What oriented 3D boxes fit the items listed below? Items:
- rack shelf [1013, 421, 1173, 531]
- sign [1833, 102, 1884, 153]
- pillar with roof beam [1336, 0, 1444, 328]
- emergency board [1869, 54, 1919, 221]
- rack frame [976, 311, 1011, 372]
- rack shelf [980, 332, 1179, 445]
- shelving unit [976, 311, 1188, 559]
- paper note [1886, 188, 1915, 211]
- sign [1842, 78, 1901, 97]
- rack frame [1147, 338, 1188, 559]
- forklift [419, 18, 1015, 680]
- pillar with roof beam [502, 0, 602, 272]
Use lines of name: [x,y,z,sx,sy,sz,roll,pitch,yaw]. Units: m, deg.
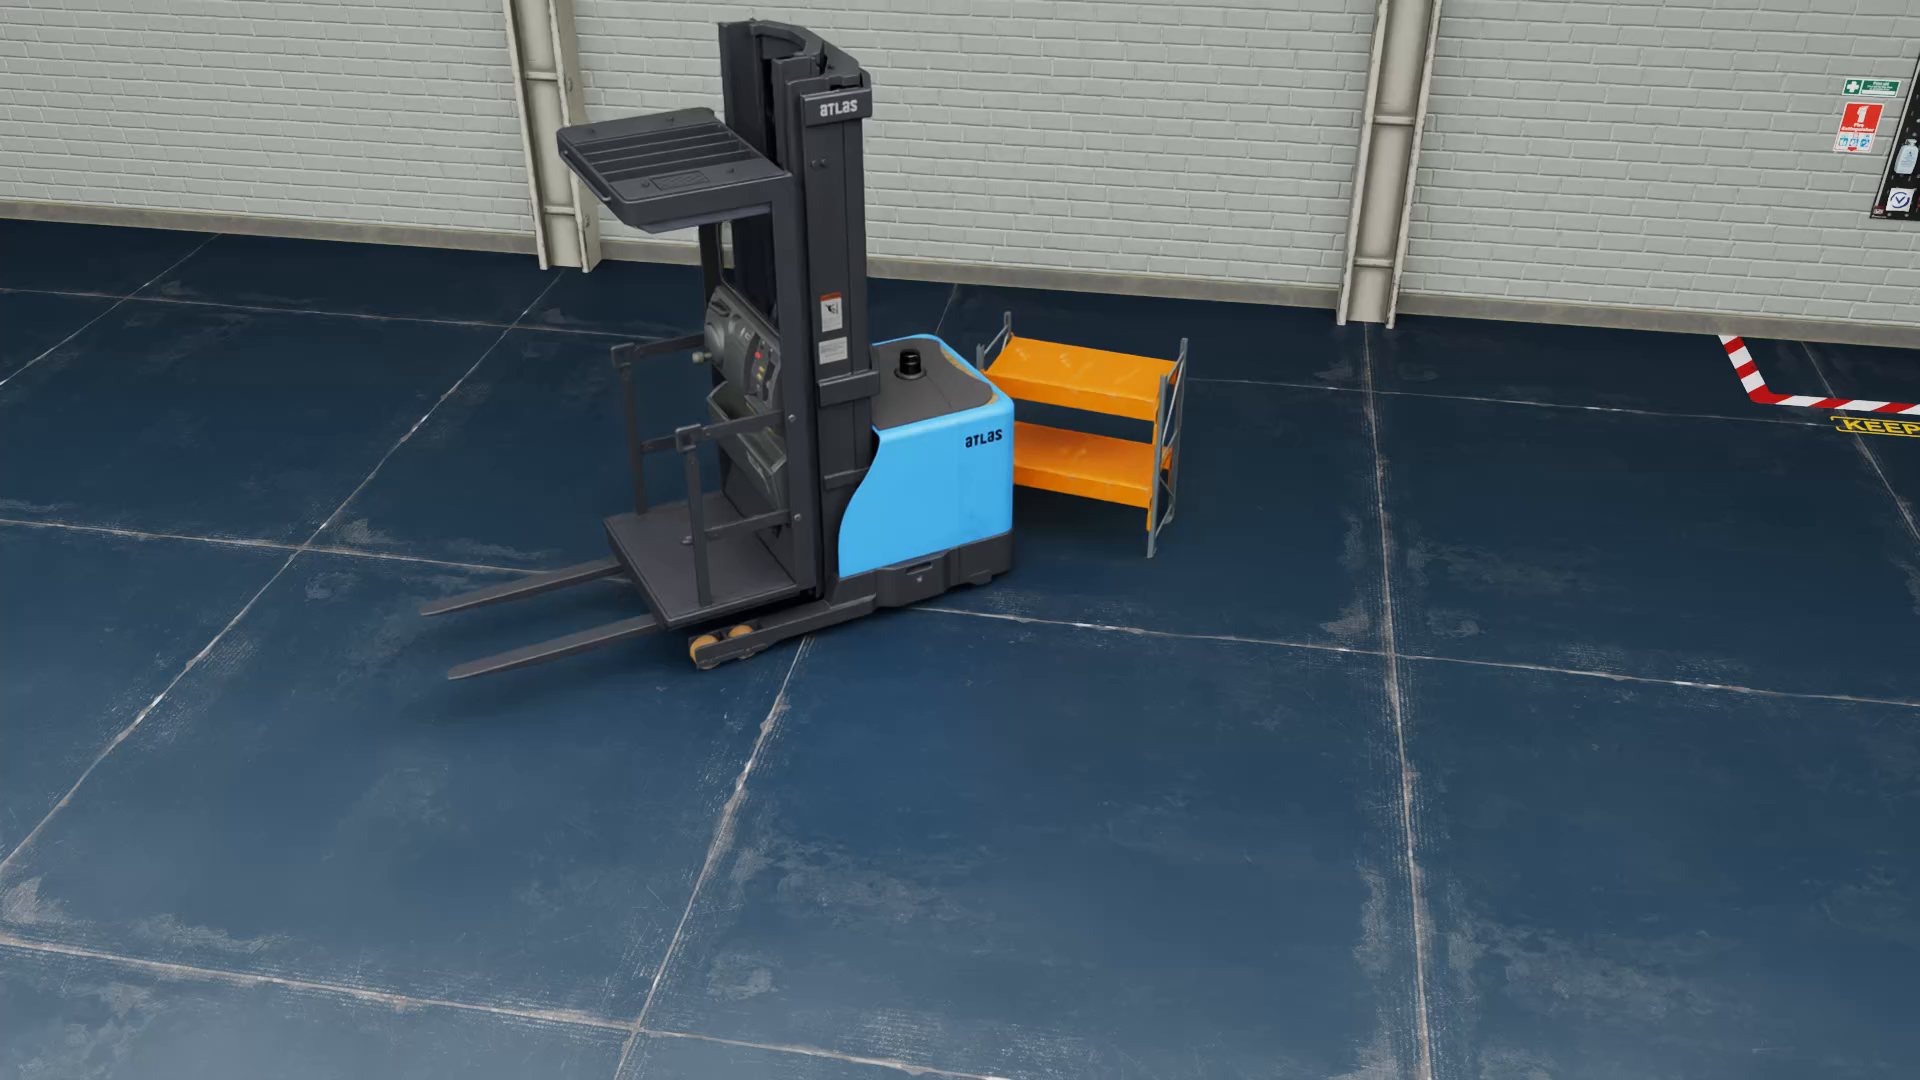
rack shelf: [0.666,-0.386,9.441,1.000,0.278,0.538,11,34,17]
sign: [5.874,-2.698,10.873,0.234,0.329,0.001,5,32,8]
pillar with roof beam: [2.192,-3.166,6.000,0.400,9.000,9.100,5,32,8]
emergency board: [6.396,-2.589,10.734,0.626,1.169,0.157,5,32,8]
rack frame: [0.189,-0.686,9.460,0.032,1.125,0.500,11,34,17]
rack shelf: [0.666,-0.841,9.156,1.000,0.278,0.538,11,34,17]
shelving unit: [0.666,-0.593,9.311,1.048,1.125,0.538,11,34,17]
paper note: [6.239,-2.258,11.034,0.142,0.148,0.016,5,32,8]
sign: [5.877,-2.917,10.724,0.331,0.109,0.001,5,32,8]
rack frame: [1.143,-0.500,9.162,0.032,1.125,0.500,11,34,17]
forklift: [-1.252,-0.914,8.121,3.031,2.935,1.130,-15,35,-23]
pillar with roof beam: [-3.722,-3.701,6.855,0.400,9.000,9.100,5,32,8]
